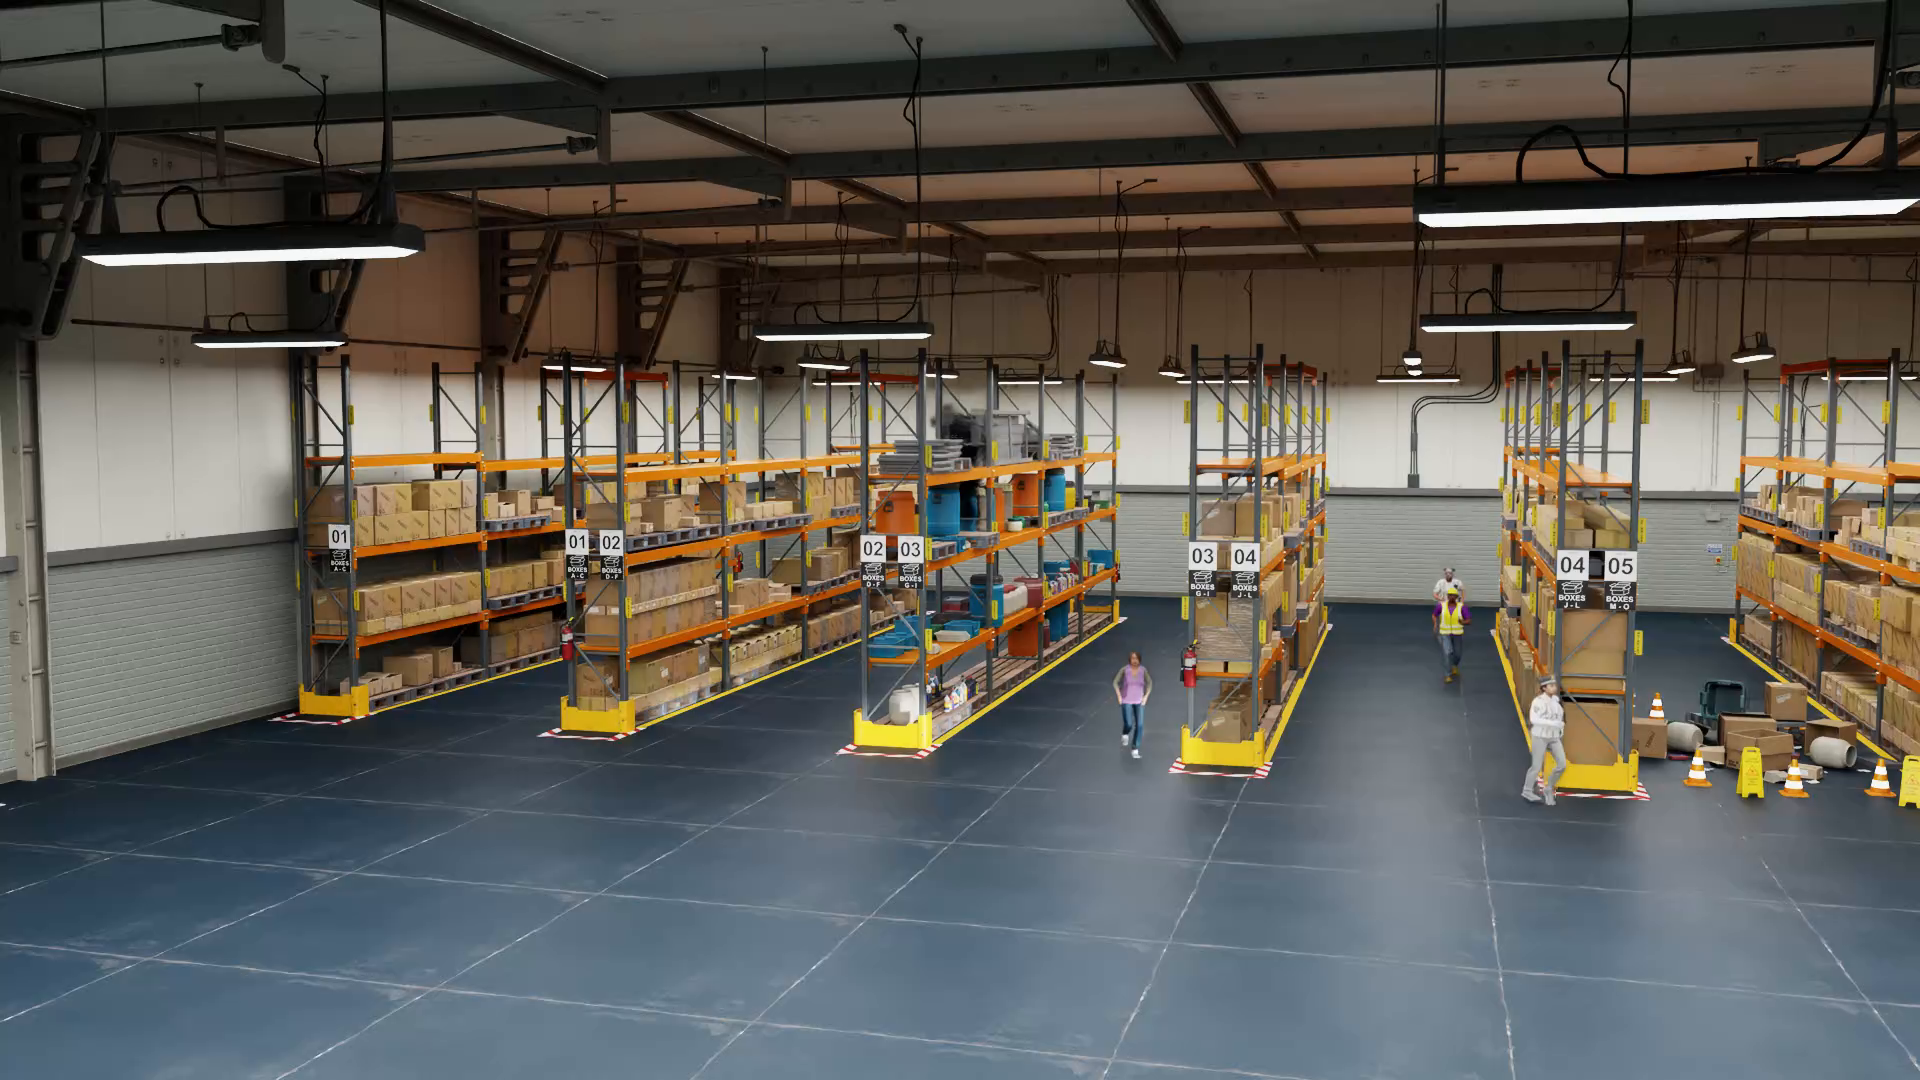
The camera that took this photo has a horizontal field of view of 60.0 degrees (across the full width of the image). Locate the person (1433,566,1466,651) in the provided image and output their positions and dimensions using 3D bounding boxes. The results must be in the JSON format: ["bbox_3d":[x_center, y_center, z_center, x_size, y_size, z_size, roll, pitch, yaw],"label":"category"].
[{"bbox_3d":[10.498,1.452,35.694,0.673,1.793,0.925,1,4,16],"label":"person"}]

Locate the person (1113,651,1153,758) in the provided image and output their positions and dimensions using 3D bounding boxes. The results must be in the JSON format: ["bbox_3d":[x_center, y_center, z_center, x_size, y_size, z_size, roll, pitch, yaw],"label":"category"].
[{"bbox_3d":[2.546,2.402,24.521,0.584,1.585,0.516,0,4,-2],"label":"person"}]

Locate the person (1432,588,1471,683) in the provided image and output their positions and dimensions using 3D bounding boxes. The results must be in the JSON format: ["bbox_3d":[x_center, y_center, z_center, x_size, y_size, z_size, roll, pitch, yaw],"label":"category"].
[{"bbox_3d":[9.226,1.772,31.221,0.710,1.747,0.955,1,4,15],"label":"person"}]

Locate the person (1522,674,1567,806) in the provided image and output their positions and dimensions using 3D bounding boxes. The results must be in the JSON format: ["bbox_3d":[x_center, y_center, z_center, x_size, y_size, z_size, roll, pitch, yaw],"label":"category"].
[{"bbox_3d":[7.566,2.574,21.351,0.632,1.727,0.658,-2,5,-21],"label":"person"}]
